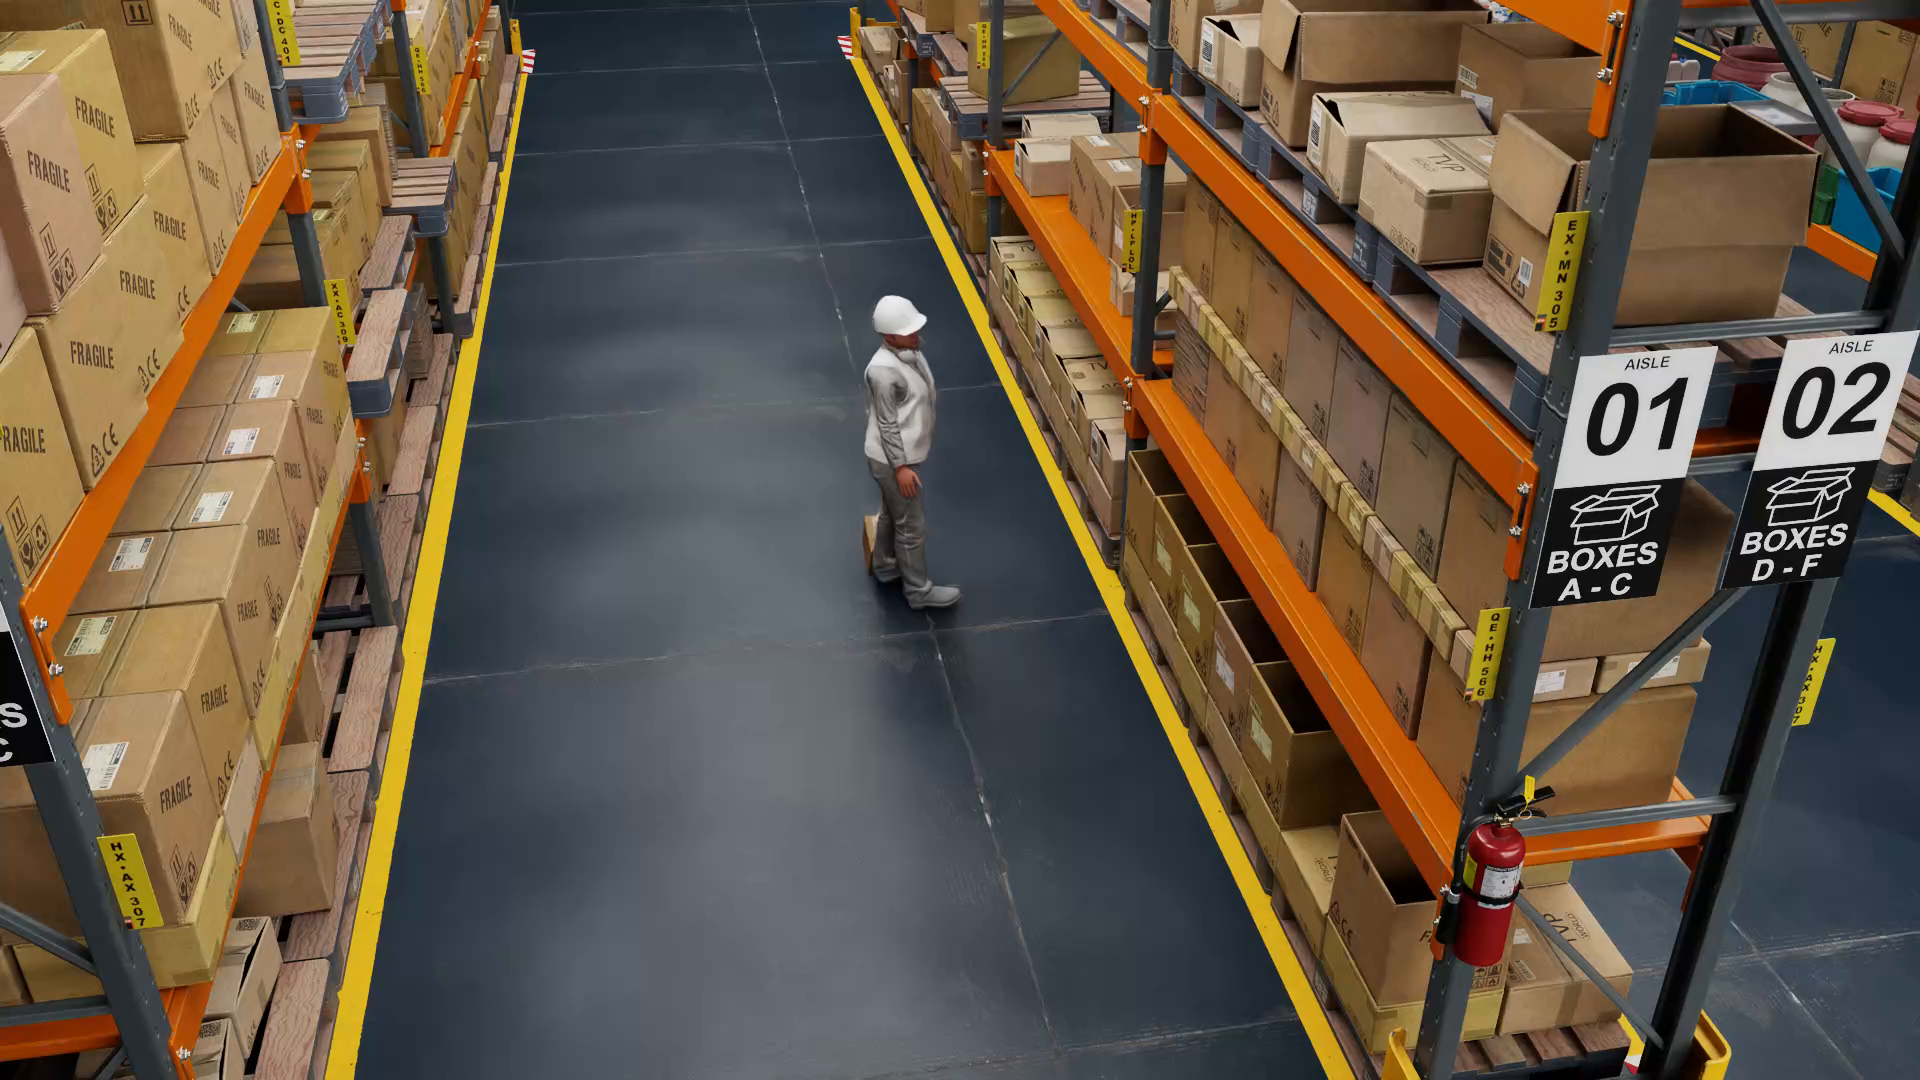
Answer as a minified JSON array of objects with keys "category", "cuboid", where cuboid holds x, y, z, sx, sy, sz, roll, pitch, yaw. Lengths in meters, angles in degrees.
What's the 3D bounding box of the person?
[{"category":"person","cuboid":[-0.242,-0.471,8.865,0.539,1.776,0.594,5,31,8]}]
